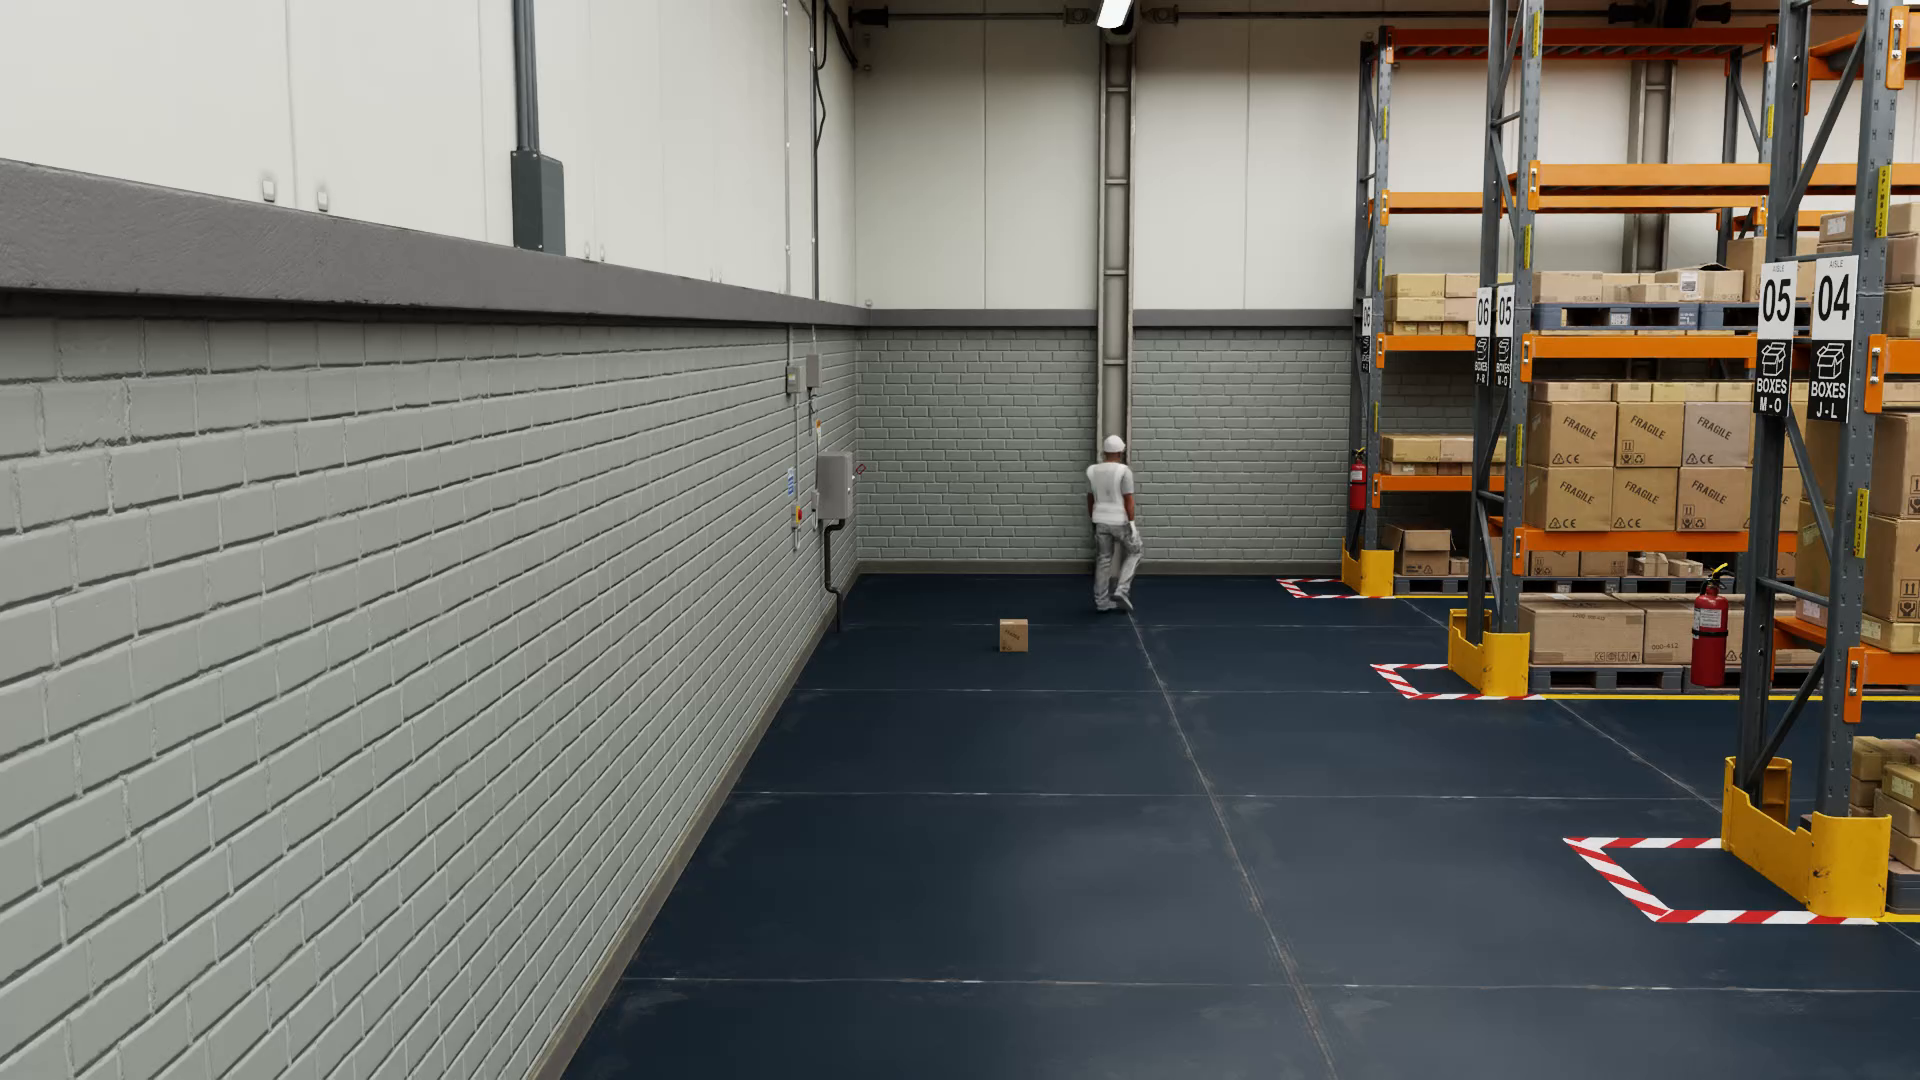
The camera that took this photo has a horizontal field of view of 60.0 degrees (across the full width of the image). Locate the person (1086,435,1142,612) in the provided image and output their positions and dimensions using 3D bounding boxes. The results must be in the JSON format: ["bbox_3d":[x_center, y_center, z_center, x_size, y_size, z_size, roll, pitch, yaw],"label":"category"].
[{"bbox_3d":[1.578,-0.167,16.916,0.592,1.808,0.455,5,8,33],"label":"person"}]
